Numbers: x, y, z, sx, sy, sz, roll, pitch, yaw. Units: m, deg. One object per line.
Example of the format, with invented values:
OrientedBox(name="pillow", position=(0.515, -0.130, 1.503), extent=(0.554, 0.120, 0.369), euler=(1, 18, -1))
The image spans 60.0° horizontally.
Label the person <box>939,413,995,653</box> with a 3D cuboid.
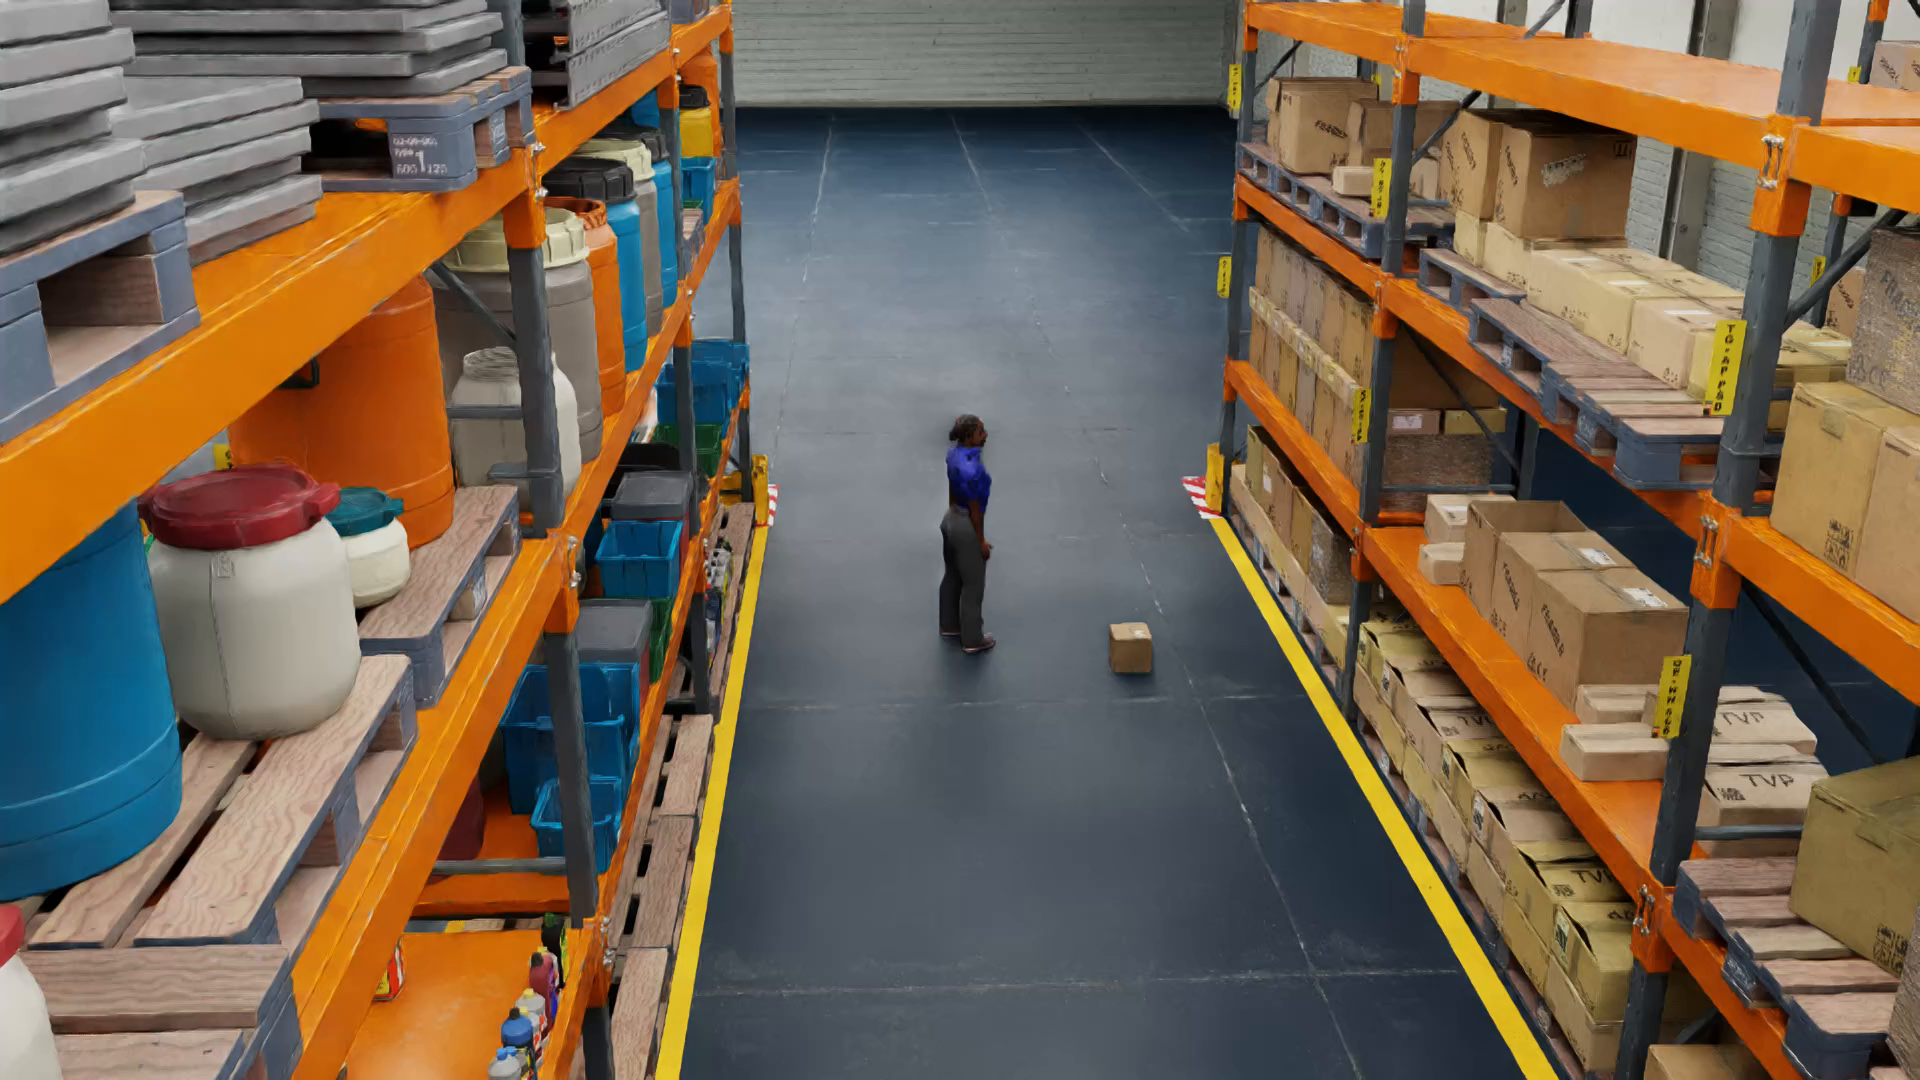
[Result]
OrientedBox(name="person", position=(0.052, -0.070, 11.236), extent=(0.359, 1.657, 0.469), euler=(-5, 21, -13))
